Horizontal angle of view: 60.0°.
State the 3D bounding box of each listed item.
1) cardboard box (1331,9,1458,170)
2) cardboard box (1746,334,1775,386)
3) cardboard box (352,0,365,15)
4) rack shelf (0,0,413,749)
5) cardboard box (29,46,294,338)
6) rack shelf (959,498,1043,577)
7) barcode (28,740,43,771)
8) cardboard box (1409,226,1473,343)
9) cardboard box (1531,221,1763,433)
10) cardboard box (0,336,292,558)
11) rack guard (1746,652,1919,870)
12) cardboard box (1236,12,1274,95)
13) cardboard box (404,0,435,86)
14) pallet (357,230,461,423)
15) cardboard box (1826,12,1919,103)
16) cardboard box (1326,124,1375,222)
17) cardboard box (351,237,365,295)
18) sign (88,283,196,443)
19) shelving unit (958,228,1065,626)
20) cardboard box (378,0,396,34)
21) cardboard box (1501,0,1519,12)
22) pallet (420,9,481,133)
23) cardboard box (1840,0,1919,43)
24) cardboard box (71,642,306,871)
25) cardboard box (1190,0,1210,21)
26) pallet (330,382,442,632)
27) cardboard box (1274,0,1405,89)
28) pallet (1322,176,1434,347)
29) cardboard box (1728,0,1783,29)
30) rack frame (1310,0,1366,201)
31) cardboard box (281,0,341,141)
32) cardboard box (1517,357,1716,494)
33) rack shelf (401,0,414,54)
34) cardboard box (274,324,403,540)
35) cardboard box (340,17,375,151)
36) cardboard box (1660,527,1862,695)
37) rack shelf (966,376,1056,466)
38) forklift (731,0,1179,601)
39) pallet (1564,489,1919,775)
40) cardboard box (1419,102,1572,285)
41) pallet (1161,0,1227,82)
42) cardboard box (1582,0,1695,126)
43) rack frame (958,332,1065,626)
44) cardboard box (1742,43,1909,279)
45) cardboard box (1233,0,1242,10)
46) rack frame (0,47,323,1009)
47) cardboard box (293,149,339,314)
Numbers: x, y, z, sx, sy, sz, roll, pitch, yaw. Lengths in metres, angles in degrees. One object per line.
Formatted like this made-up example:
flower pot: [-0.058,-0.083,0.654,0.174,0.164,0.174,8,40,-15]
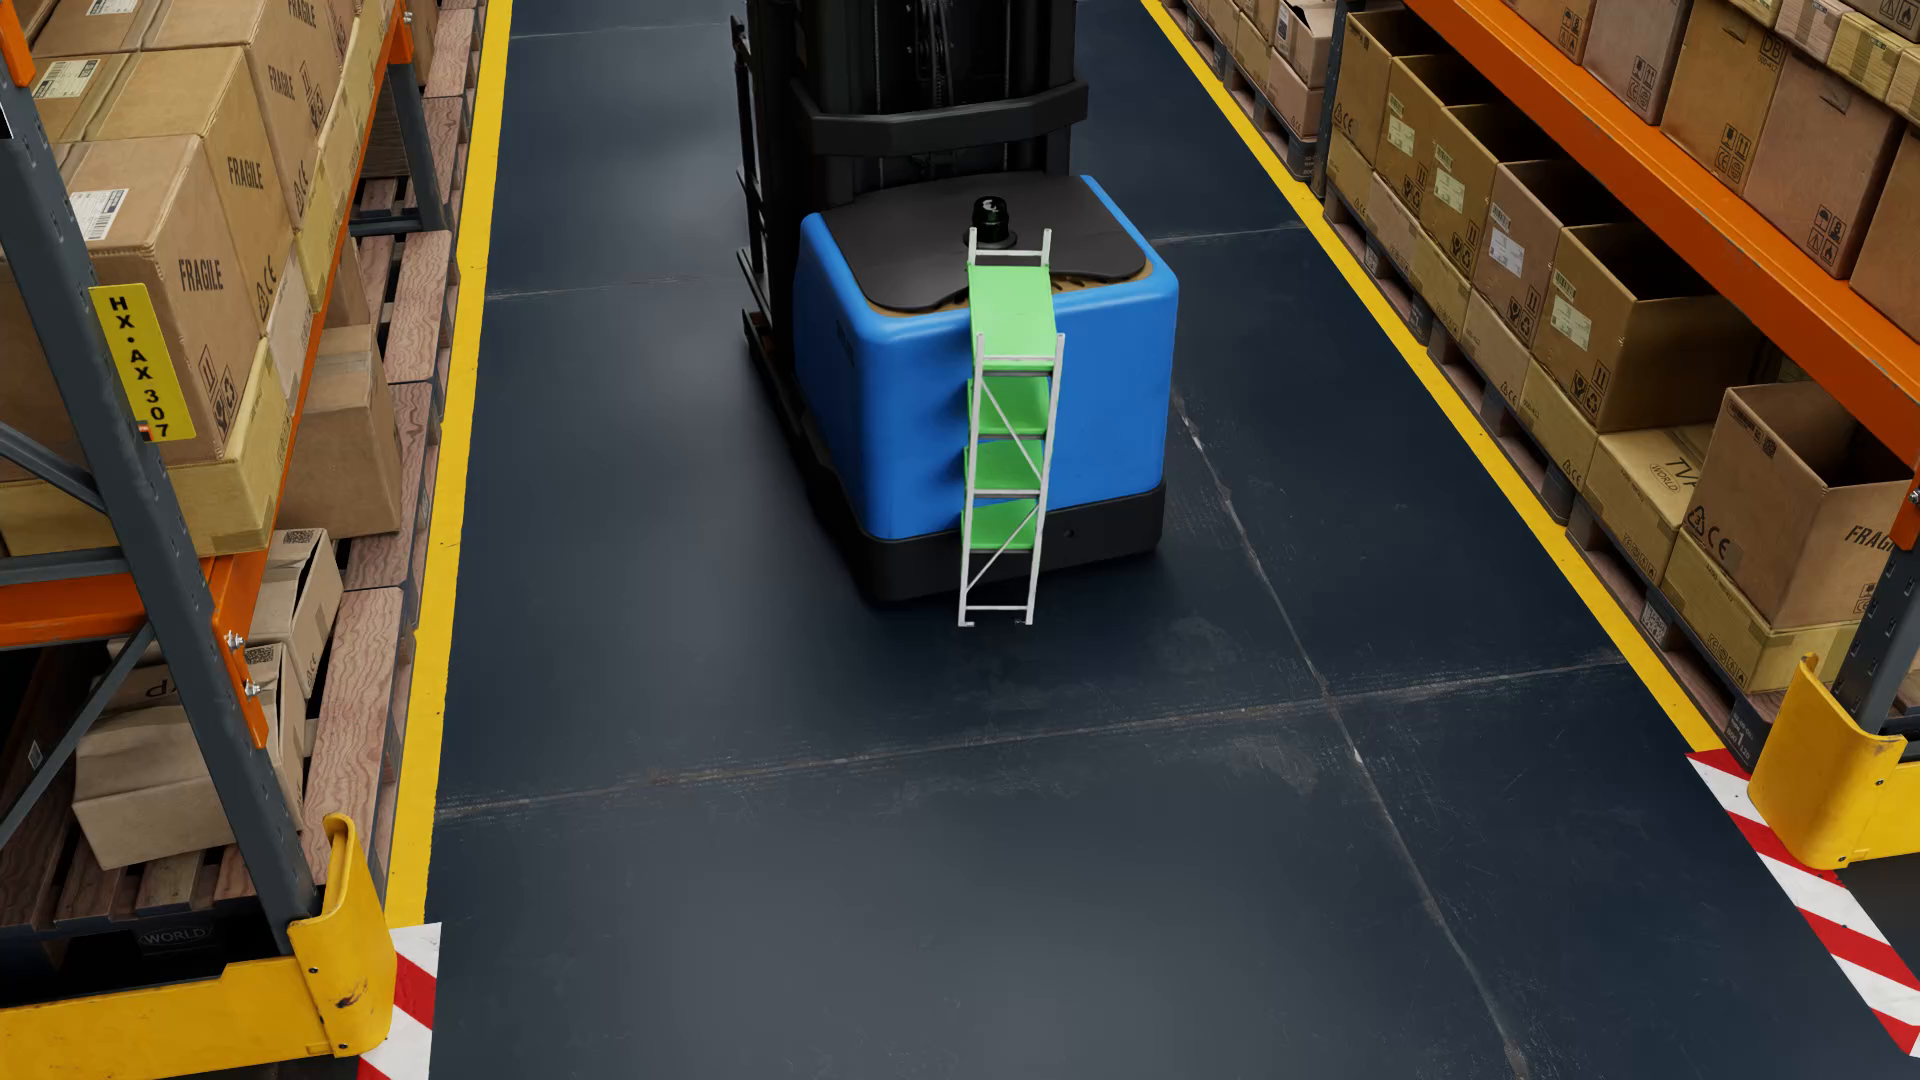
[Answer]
cardboard box: [1.936,-1.929,7.075,0.500,0.500,0.500,-6,38,-8]
cardboard box: [2.799,-0.777,5.592,0.500,0.500,0.500,-6,38,-8]
cardboard box: [-2.233,-2.023,5.404,0.500,0.500,0.500,-6,38,-8]
rack shelf: [-2.363,-0.839,4.971,1.077,0.370,4.000,-6,38,-8]
cardboard box: [-1.877,-0.780,3.804,0.500,0.500,0.500,-6,38,-8]
rack shelf: [0.117,-0.106,5.358,0.258,0.148,0.480,0,46,-3]
barcode: [-2.442,0.574,4.392,0.001,0.075,0.075,-6,38,-8]
cardboard box: [2.111,-1.028,6.528,0.500,0.250,0.500,-6,38,-8]
cardboard box: [2.287,-0.721,5.520,0.500,0.500,0.500,-6,38,-8]
cardboard box: [-1.785,-0.193,3.659,0.500,0.250,0.500,-7,38,-9]
rack guard: [2.868,0.551,4.633,1.175,0.500,0.348,-6,38,-8]
cardboard box: [1.718,-2.471,8.385,0.500,0.250,0.500,-7,38,-9]
cardboard box: [-3.049,-2.580,8.305,0.700,0.500,0.500,-6,38,-7]
pallet: [-2.561,-0.828,6.644,1.003,0.211,1.213,-6,38,-8]
cardboard box: [2.517,-1.269,4.328,0.380,0.149,0.250,-7,38,-9]
cardboard box: [1.946,-1.634,7.307,0.500,0.250,0.500,-6,38,-8]
cardboard box: [-2.590,-1.066,6.628,0.380,0.166,0.250,-11,39,-14]
sign: [-1.478,-0.316,3.006,0.100,0.325,0.005,-6,38,-8]
shelving unit: [0.131,-0.318,5.141,0.258,1.200,0.503,0,46,-3]
cardboard box: [-2.332,-2.026,6.019,0.500,0.250,0.500,-6,38,-8]
cardboard box: [2.346,-2.321,6.210,0.700,0.500,0.500,-7,38,-8]
pallet: [-3.069,-2.439,8.717,1.003,0.211,1.213,-6,38,-8]
cardboard box: [2.688,-1.634,4.270,0.700,0.500,0.500,-7,38,-9]
cardboard box: [-2.045,0.545,4.436,0.500,0.311,0.500,-10,39,-13]
cardboard box: [1.540,-3.088,9.178,0.500,0.250,0.500,-5,38,-7]
pallet: [-2.344,-0.090,5.693,1.003,0.211,1.213,-6,38,-8]
cardboard box: [1.810,-2.382,7.812,0.500,0.311,0.500,-6,38,-8]
pallet: [2.261,-1.280,7.226,1.003,0.211,1.213,-6,38,-8]
cardboard box: [2.429,-1.579,4.728,0.380,0.149,0.250,-5,38,-7]
rack frame: [2.163,-2.866,6.994,1.000,3.000,0.127,-6,38,-8]
cardboard box: [-2.064,-1.404,4.606,0.500,0.500,0.500,-5,38,-7]
cardboard box: [2.290,-0.425,5.751,0.500,0.250,0.500,-6,38,-8]
rack shelf: [-3.064,-3.255,8.081,1.077,0.370,4.000,-6,38,-8]
cardboard box: [-2.224,-0.322,5.399,0.700,0.500,0.500,-9,39,-11]
cardboard box: [-2.150,-1.422,5.242,0.500,0.250,0.500,-6,38,-8]
cardboard box: [2.479,0.178,4.975,0.500,0.250,0.500,-6,38,-8]
rack shelf: [0.139,-0.440,5.015,0.258,0.148,0.480,0,46,-3]
forklift: [-0.241,-1.870,5.768,1.130,2.935,3.031,-11,39,-14]
pallet: [2.689,0.193,5.329,1.003,0.211,1.213,-6,38,-8]
cardboard box: [2.111,-1.325,6.298,0.500,0.500,0.500,-6,38,-8]
pallet: [1.778,-2.944,9.368,1.003,0.211,1.213,-6,38,-8]
cardboard box: [2.521,-1.708,5.422,0.700,0.500,0.500,-5,38,-7]
rack frame: [0.140,-0.143,4.971,0.240,1.200,0.015,0,46,-3]
cardboard box: [2.698,-1.090,4.626,0.700,0.500,0.500,-5,38,-7]
cardboard box: [1.627,-2.997,8.604,0.500,0.311,0.500,-6,38,-8]
rack frame: [-2.012,0.085,3.196,1.000,3.000,0.127,-6,38,-8]
cardboard box: [-1.974,-0.813,4.458,0.500,0.250,0.500,-7,38,-9]
